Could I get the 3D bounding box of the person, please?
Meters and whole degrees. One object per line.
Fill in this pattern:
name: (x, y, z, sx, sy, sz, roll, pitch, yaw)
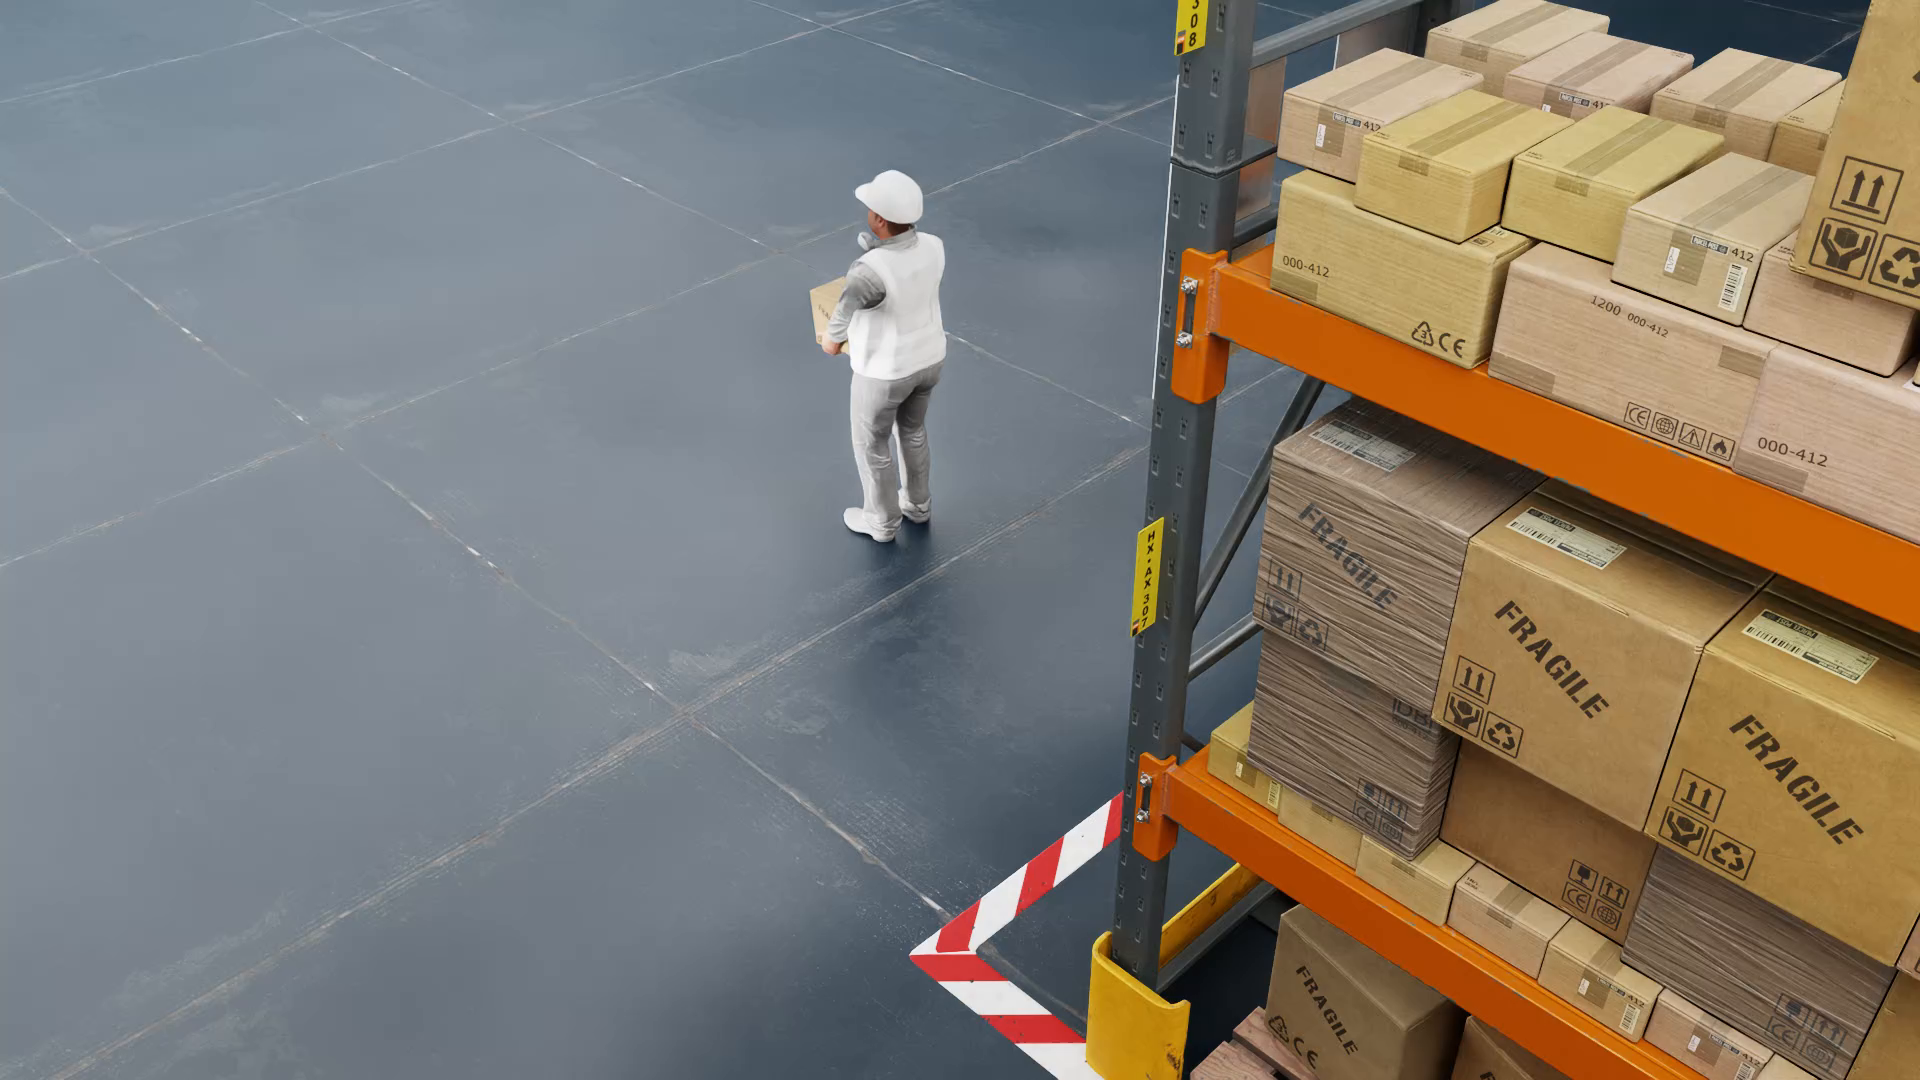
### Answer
person: (-0.356, -0.809, 7.274, 0.495, 1.770, 0.556, -30, 45, -35)
